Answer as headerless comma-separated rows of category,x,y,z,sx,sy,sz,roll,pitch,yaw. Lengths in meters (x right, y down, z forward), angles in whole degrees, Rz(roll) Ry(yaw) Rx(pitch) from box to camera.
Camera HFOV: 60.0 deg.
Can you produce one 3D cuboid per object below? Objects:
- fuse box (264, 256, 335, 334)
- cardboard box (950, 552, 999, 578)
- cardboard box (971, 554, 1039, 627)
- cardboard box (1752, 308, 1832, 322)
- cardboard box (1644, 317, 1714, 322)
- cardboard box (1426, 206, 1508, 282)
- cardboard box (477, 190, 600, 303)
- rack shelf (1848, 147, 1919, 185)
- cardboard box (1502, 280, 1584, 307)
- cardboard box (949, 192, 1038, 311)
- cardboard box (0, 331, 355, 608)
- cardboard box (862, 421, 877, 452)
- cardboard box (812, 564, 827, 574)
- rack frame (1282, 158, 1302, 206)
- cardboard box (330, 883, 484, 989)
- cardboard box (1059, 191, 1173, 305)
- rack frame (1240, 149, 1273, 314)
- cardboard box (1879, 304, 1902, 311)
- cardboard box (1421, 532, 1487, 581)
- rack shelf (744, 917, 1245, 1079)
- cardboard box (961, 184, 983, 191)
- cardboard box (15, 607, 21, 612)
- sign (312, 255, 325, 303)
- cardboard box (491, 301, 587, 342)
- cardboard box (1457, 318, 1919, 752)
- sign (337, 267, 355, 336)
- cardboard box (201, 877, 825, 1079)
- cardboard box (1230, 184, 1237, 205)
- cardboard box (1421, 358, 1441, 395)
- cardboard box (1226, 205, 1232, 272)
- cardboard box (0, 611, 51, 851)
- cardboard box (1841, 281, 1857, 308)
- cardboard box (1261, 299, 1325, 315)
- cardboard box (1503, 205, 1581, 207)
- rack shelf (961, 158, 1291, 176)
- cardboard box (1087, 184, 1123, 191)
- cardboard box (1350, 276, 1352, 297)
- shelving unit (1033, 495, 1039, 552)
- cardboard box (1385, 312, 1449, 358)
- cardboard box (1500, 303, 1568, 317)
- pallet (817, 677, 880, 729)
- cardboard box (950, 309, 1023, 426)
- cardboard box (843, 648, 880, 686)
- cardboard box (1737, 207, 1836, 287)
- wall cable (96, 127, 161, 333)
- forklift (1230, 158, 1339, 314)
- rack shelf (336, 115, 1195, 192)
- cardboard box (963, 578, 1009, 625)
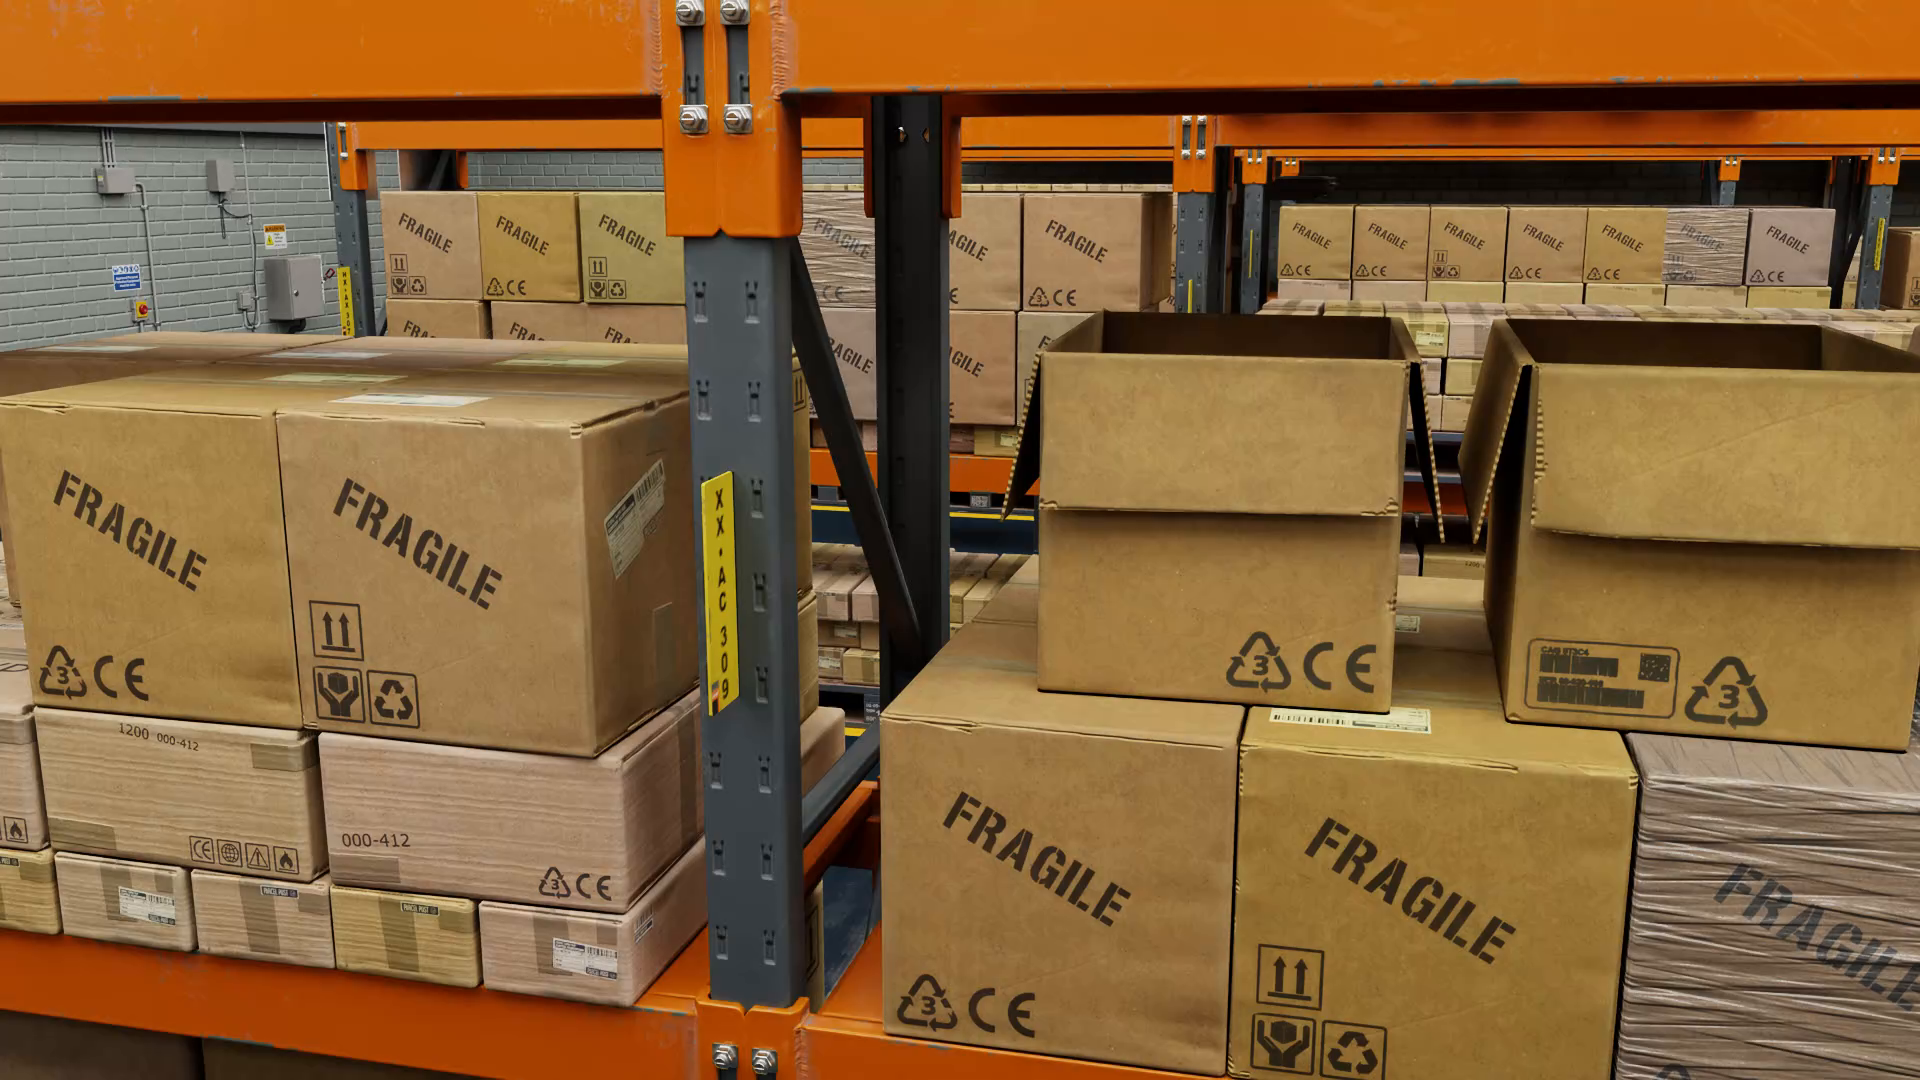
fuse box,-6.543,-1.966,16.645,0.414,1.711,0.539,3,13,14
cardboard box,0.034,0.177,8.249,0.250,0.149,0.380,3,13,12
cardboard box,0.321,0.336,3.061,0.500,0.500,0.500,3,13,14
cardboard box,3.550,-0.904,7.120,0.250,0.149,0.380,4,13,16
cardboard box,2.878,-0.795,6.628,0.250,0.149,0.380,3,13,15
cardboard box,3.521,-2.072,11.609,0.500,0.500,0.500,3,13,12
cardboard box,-1.932,-1.405,7.916,0.500,0.500,0.500,3,13,15
rack shelf,8.001,-2.467,10.665,4.000,0.370,1.077,3,13,14
cardboard box,4.023,-1.676,11.553,0.500,0.250,0.500,3,13,12
cardboard box,0.064,-1.295,7.418,0.500,0.500,0.500,3,13,12
cardboard box,-1.585,-0.152,3.420,0.500,0.500,0.500,3,13,12
cardboard box,-0.282,-0.506,7.667,0.250,0.149,0.380,2,13,11
cardboard box,-0.819,0.225,8.033,0.250,0.149,0.380,3,13,14
rack frame,3.362,-2.710,17.021,0.127,3.000,1.000,3,13,14
cardboard box,-0.824,0.581,2.771,0.250,0.149,0.380,3,13,15
cardboard box,0.708,-1.376,7.785,0.500,0.500,0.500,3,13,15
rack frame,2.176,-1.666,12.316,0.127,3.000,1.000,3,13,14
cardboard box,6.330,-1.484,11.110,0.250,0.149,0.380,2,13,10
cardboard box,2.260,0.151,7.199,0.500,0.250,0.500,3,13,15
rack shelf,1.743,0.873,2.533,4.000,0.370,1.077,3,13,14
cardboard box,0.066,-2.561,12.314,0.250,0.149,0.380,3,13,12
cardboard box,-1.578,0.214,3.502,0.500,0.250,0.500,3,13,15
sign,-6.625,-2.663,17.032,0.001,0.494,0.329,3,13,14
cardboard box,-1.900,-0.917,8.025,0.500,0.500,0.500,3,13,14
cardboard box,1.087,-0.051,2.490,0.637,0.503,0.797,3,13,14
sign,-2.925,-1.136,7.928,0.005,0.325,0.100,3,13,14
cardboard box,-0.820,1.200,3.338,0.875,0.875,0.875,3,13,14
cardboard box,1.932,-2.590,12.446,0.250,0.149,0.380,3,13,13
cardboard box,1.863,-0.704,6.903,0.250,0.149,0.380,3,13,15
cardboard box,1.772,-2.278,12.538,0.500,0.500,0.500,3,13,14
cardboard box,-1.689,0.326,2.999,0.500,0.250,0.500,3,13,15
cardboard box,8.104,-2.327,15.644,0.500,0.250,0.500,3,13,12
cardboard box,1.524,-1.012,7.609,0.250,0.149,0.380,4,13,16
cardboard box,4.168,-2.153,11.972,0.500,0.500,0.500,3,13,14
rack shelf,1.420,-3.927,17.242,4.000,0.370,1.077,3,13,14
cardboard box,1.081,-2.529,12.171,0.250,0.149,0.380,3,13,13
cardboard box,2.662,-1.865,12.405,0.500,0.250,0.500,3,13,13
shelving unit,0.083,-0.728,11.551,1.048,1.500,0.538,3,13,14
cardboard box,1.881,-0.848,6.868,0.250,0.149,0.380,3,13,14
cardboard box,2.529,-0.958,7.362,0.250,0.149,0.380,3,13,12
pallet,-0.761,0.652,8.309,1.213,0.211,1.003,3,13,14
cardboard box,0.047,-0.806,7.525,0.500,0.500,0.500,3,13,12
cardboard box,-0.379,0.565,7.874,0.250,0.149,0.380,3,13,13
cardboard box,5.495,-1.967,11.134,0.500,0.500,0.500,3,13,12
wall cable,-7.188,-2.672,14.435,0.123,1.953,0.585,3,13,14
forklift,2.573,-1.963,13.817,3.031,2.935,1.130,3,13,15
rack shelf,-0.854,-1.836,7.821,4.000,0.370,1.077,3,13,14
cardboard box,0.179,0.297,7.709,0.250,0.149,0.380,3,13,13
